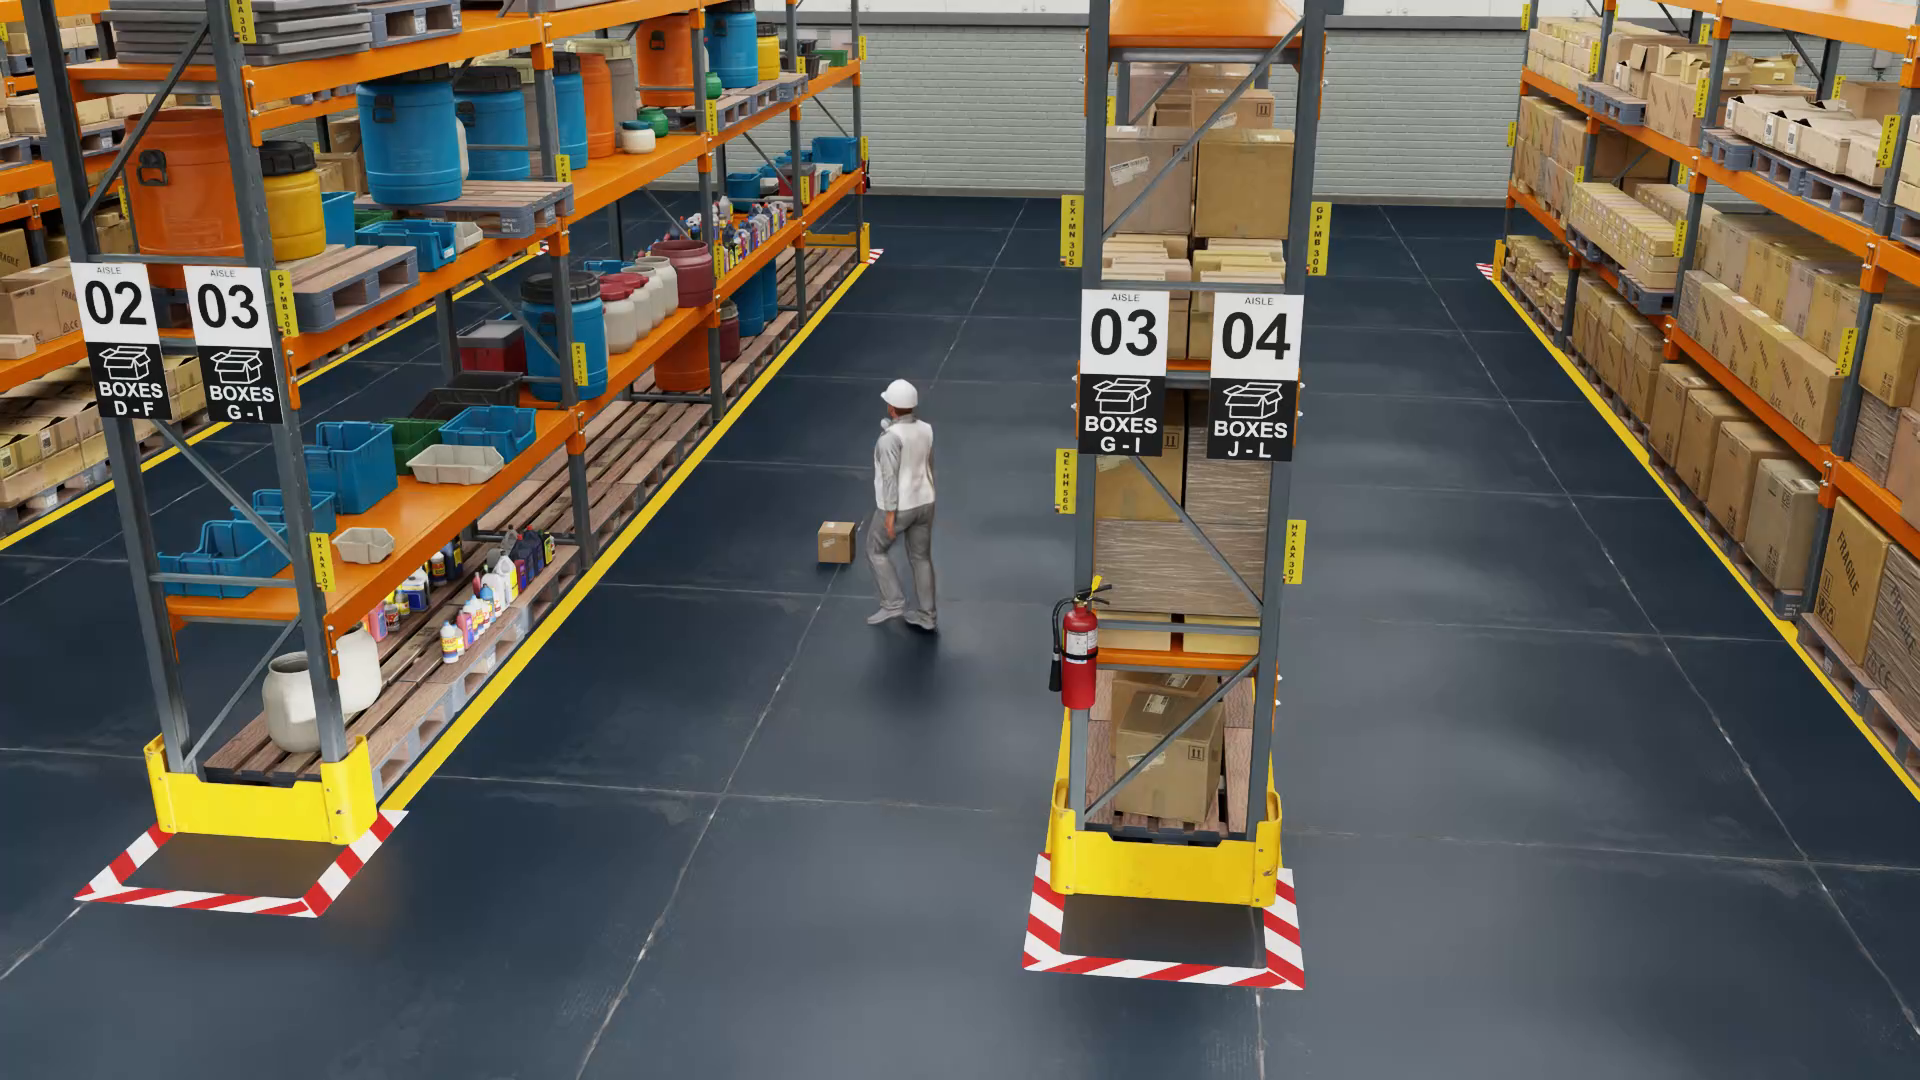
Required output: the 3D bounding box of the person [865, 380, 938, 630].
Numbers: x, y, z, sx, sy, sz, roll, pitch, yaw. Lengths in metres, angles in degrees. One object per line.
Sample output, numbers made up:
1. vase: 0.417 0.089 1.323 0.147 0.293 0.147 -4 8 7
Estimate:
1. person: -0.356 -0.234 11.639 0.563 1.778 0.553 -18 28 -40
